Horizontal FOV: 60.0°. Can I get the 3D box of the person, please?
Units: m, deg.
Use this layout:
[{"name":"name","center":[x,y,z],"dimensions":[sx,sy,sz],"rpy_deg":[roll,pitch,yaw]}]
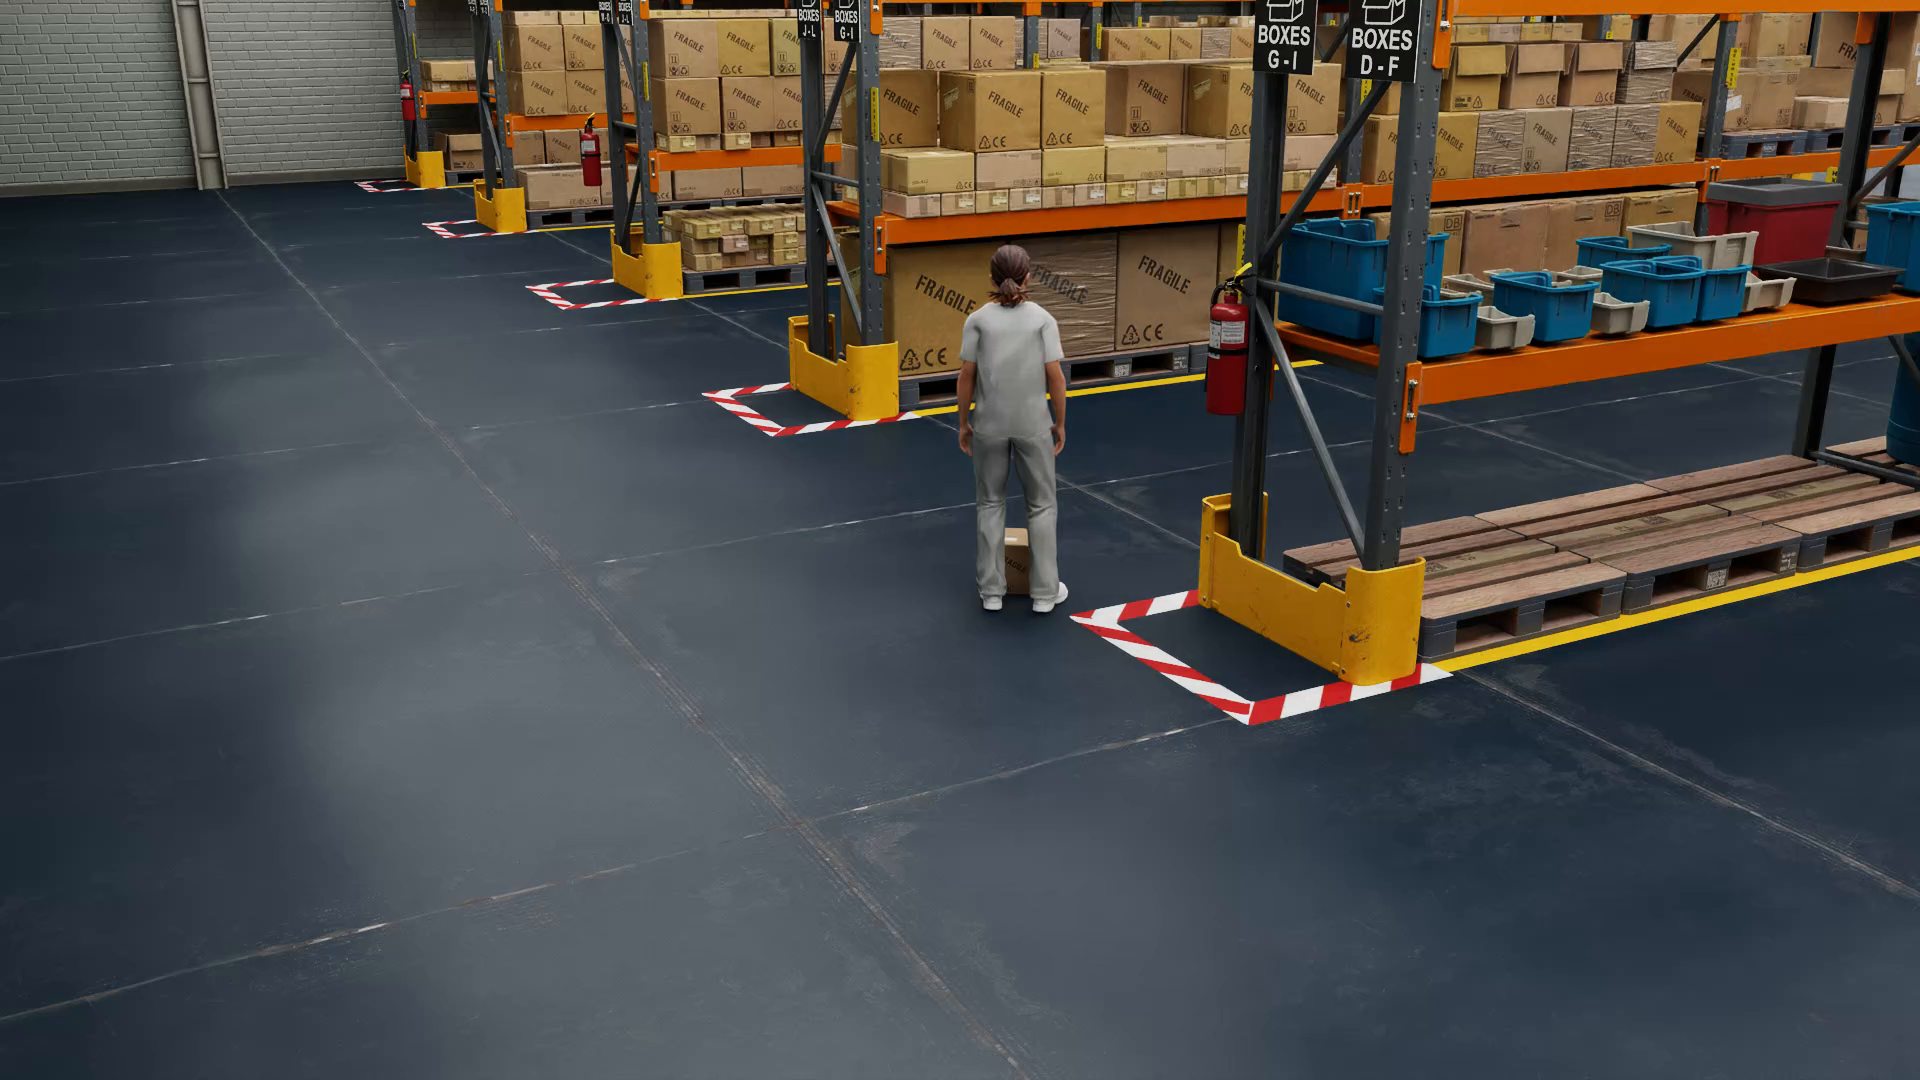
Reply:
[{"name":"person","center":[0.244,-0.495,7.539],"dimensions":[0.514,1.672,0.363],"rpy_deg":[2,19,5]}]
